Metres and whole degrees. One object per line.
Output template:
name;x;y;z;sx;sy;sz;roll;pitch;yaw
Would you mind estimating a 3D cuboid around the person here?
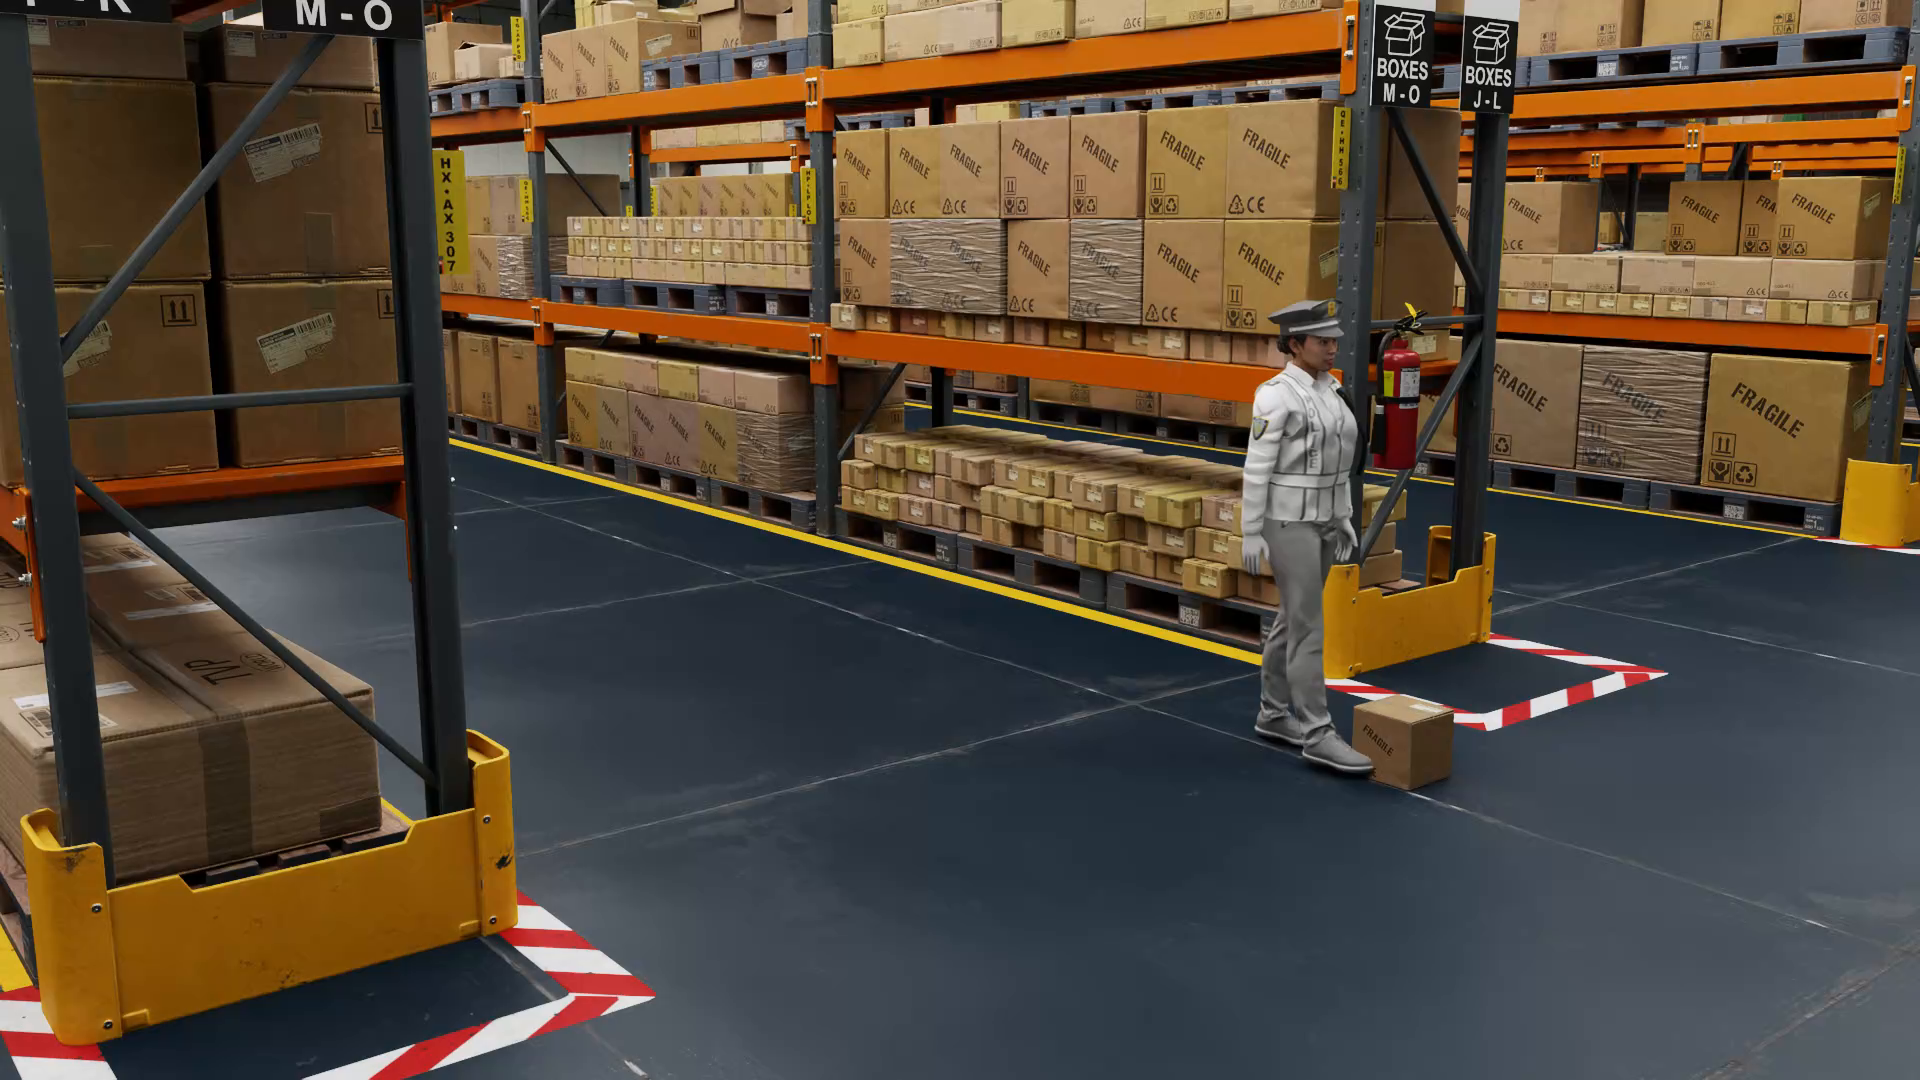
person;1.358;-0.037;6.049;0.594;1.669;0.498;9;14;39
